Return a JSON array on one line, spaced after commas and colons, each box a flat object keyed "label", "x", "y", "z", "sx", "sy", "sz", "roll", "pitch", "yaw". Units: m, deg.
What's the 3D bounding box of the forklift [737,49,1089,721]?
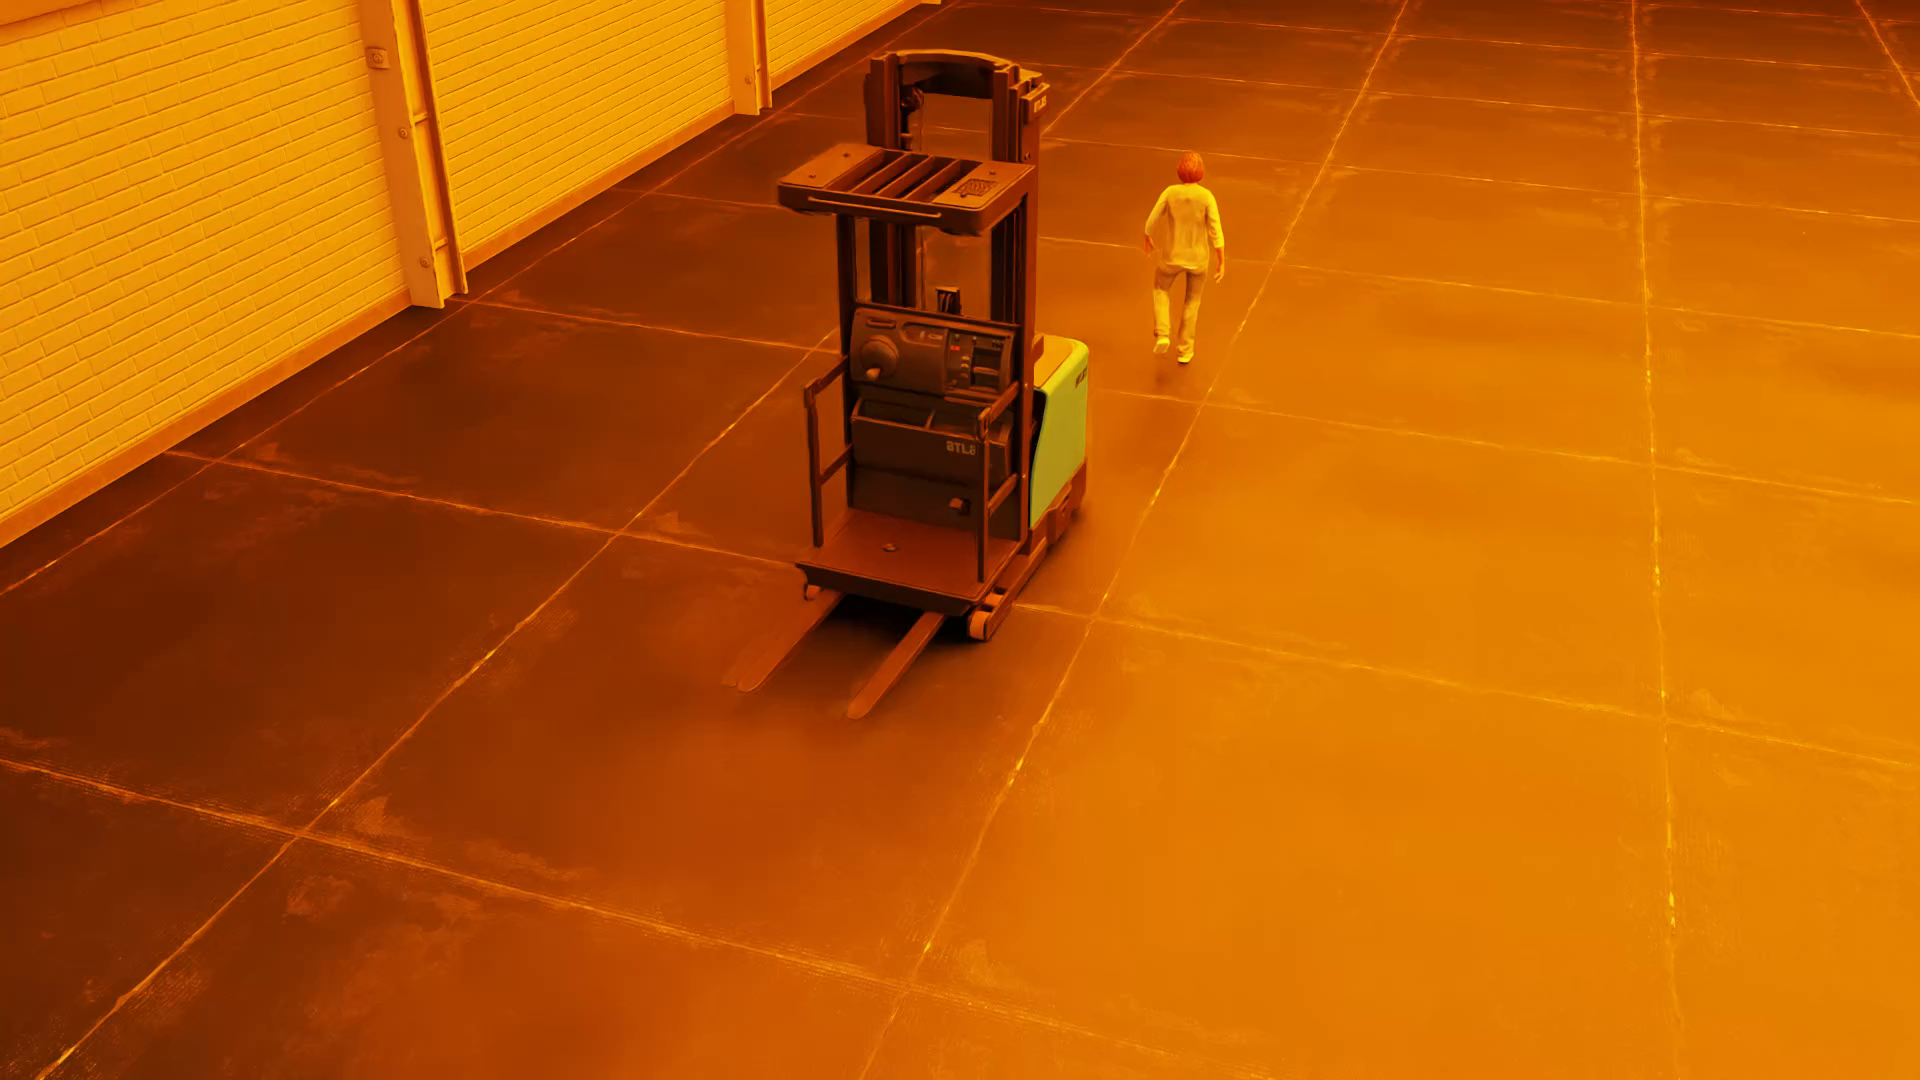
[{"label": "forklift", "x": -0.236, "y": -0.958, "z": 8.817, "sx": 1.130, "sy": 2.935, "sz": 3.031, "roll": 11, "pitch": 32, "yaw": 19}]

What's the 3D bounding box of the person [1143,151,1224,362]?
[{"label": "person", "x": 1.617, "y": -2.025, "z": 12.060, "sx": 0.600, "sy": 1.578, "sz": 0.444, "roll": 5, "pitch": 30, "yaw": 9}]
